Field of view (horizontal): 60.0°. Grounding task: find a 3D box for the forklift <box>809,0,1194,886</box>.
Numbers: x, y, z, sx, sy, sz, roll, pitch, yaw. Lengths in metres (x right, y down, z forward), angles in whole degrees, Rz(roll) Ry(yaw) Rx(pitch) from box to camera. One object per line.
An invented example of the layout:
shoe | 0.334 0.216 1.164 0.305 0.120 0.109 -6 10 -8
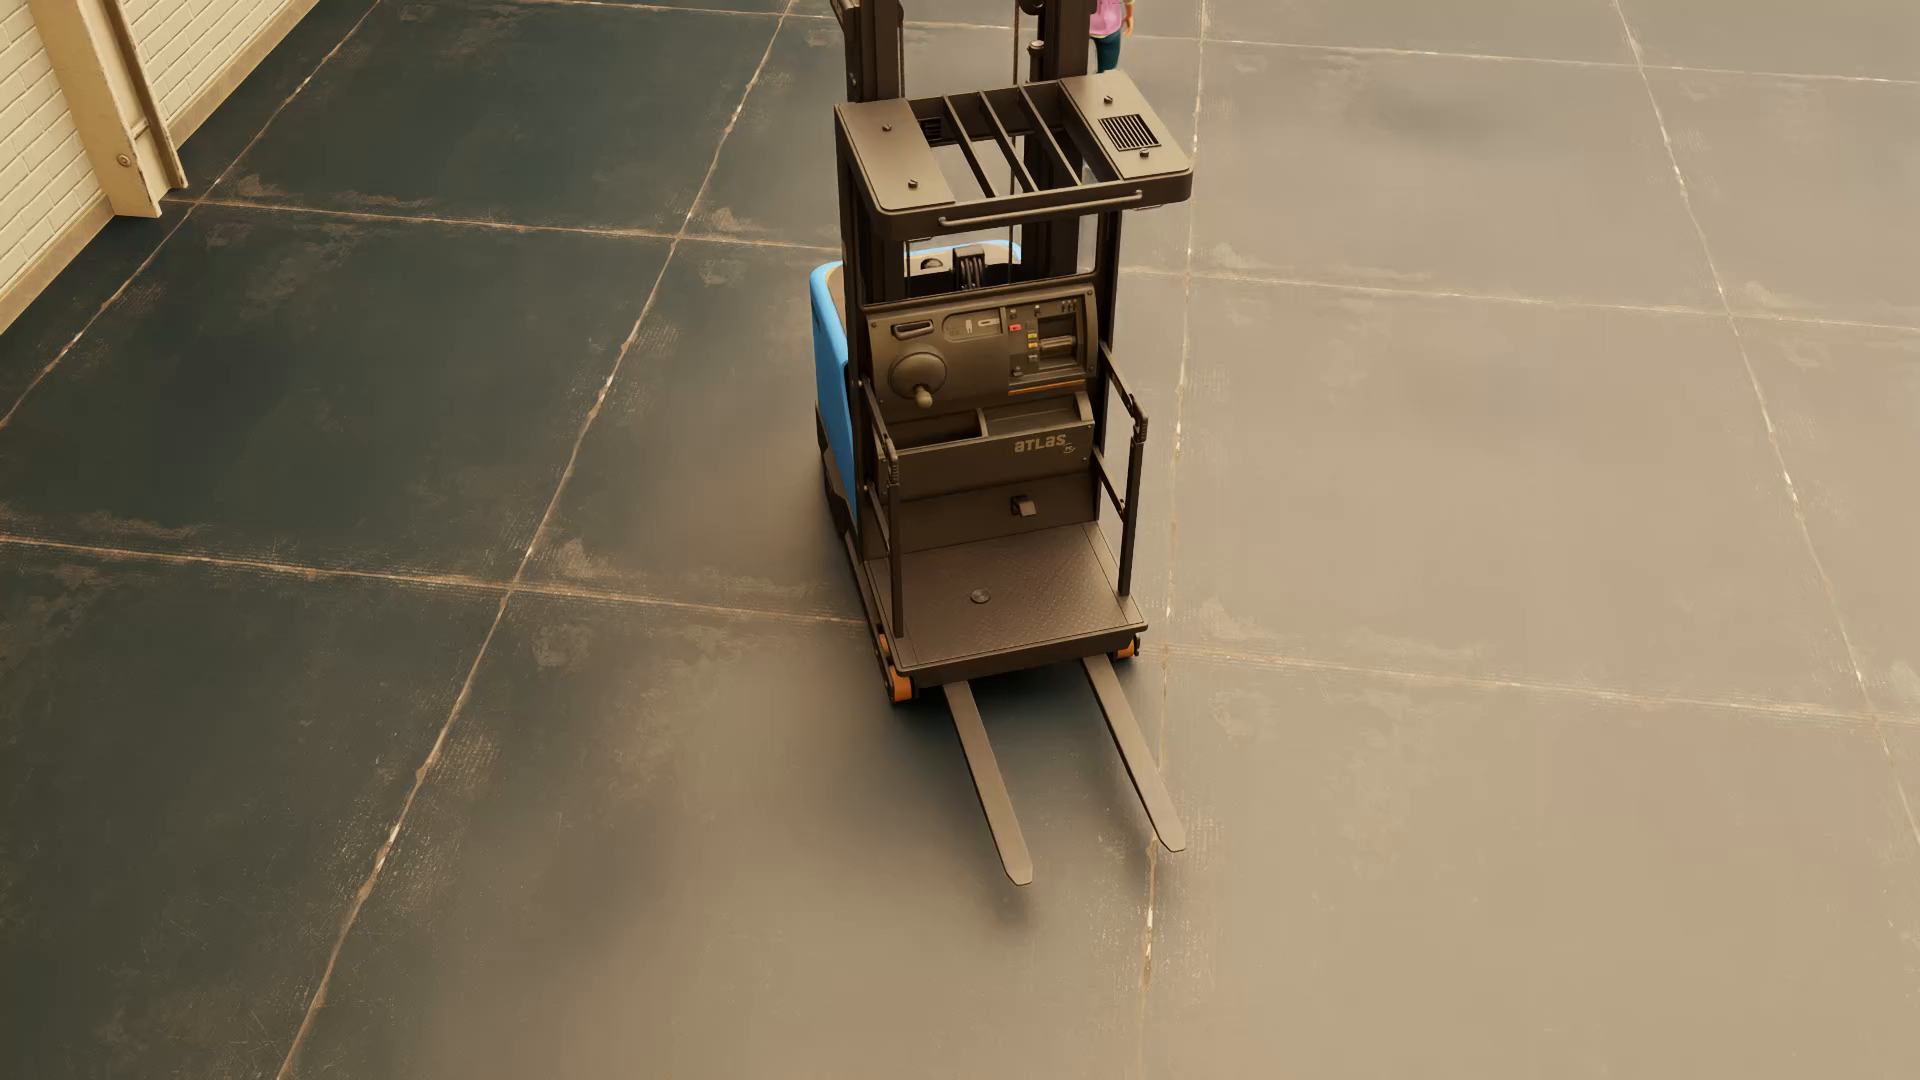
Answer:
forklift | 0.153 -0.681 6.465 1.130 2.935 3.031 -10 44 -11

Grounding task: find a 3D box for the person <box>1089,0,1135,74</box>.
person | 0.818 -3.179 10.200 0.493 1.622 0.432 6 43 6
